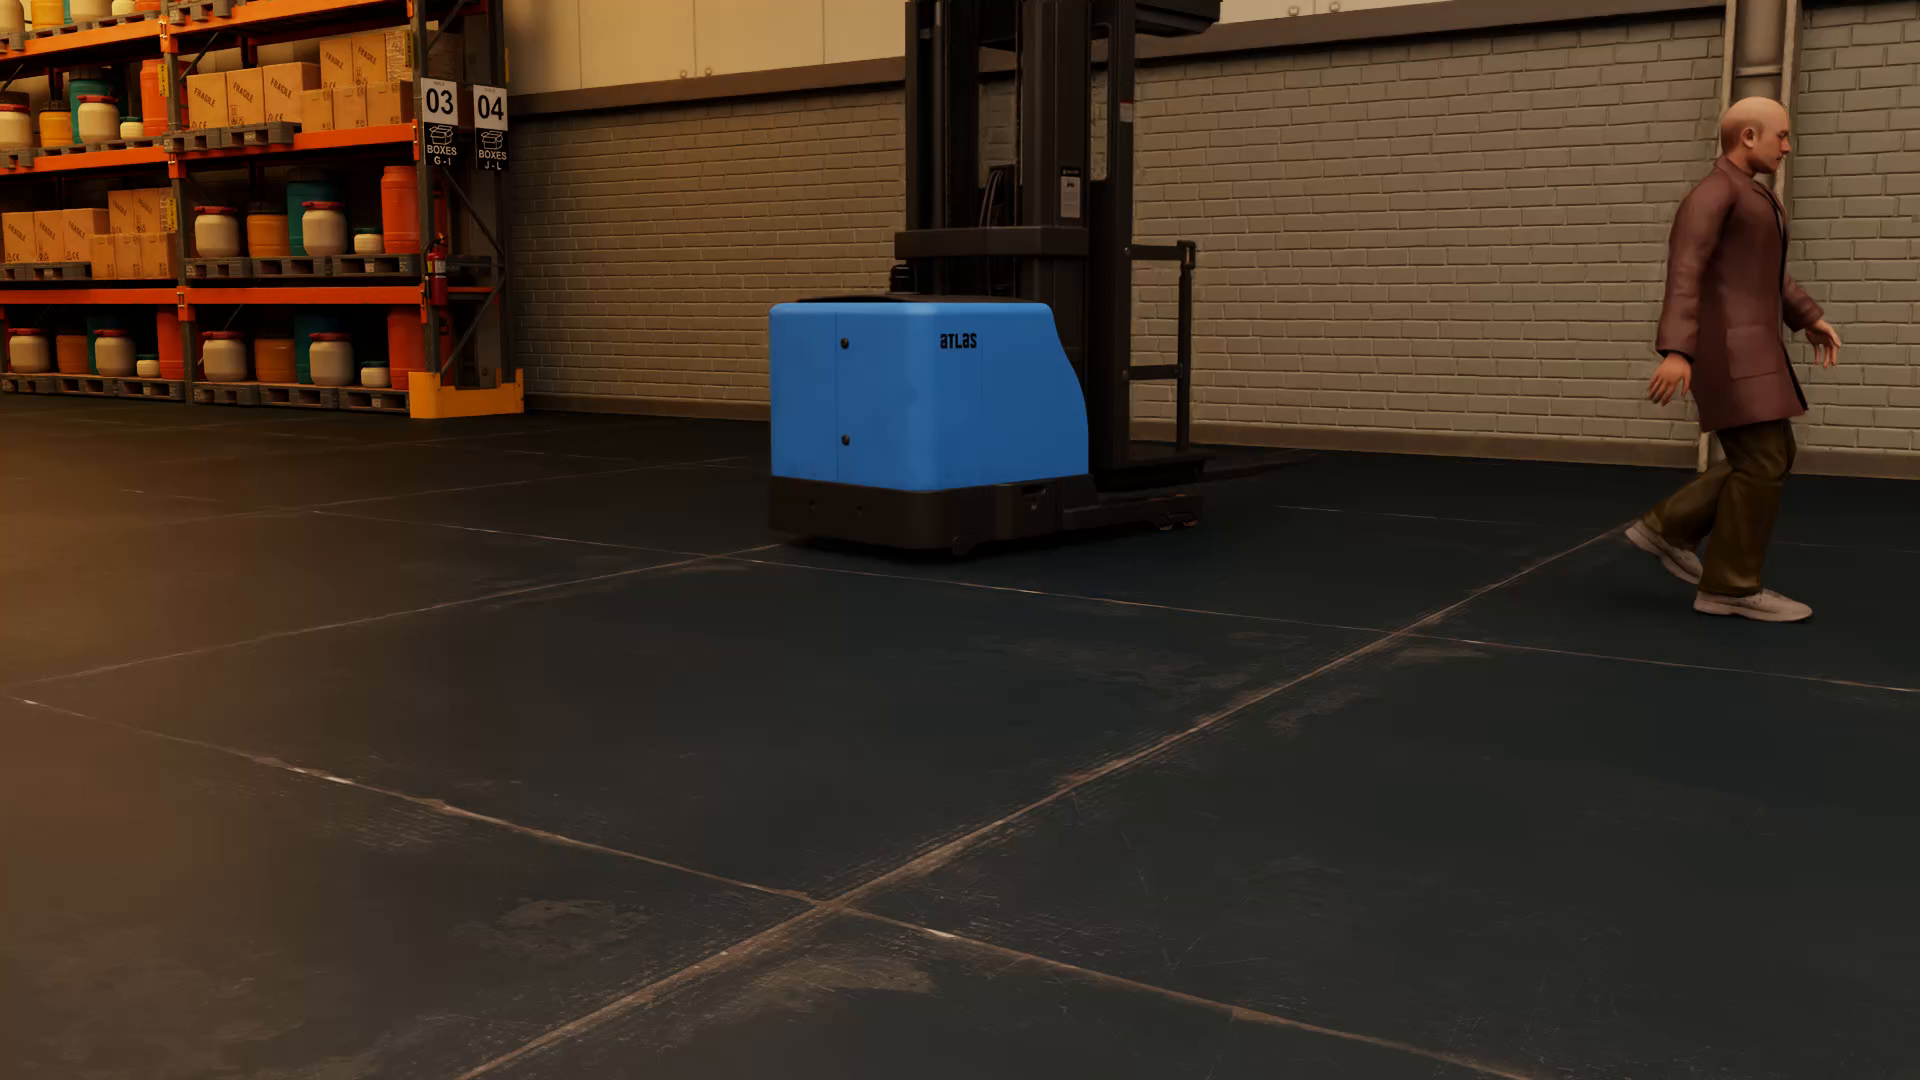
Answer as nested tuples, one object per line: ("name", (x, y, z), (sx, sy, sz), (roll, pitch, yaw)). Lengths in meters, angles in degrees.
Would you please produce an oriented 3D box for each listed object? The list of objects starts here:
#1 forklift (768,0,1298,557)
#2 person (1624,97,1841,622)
("forklift", (0.532, -1.536, 7.995), (1.130, 2.935, 3.031), (8, 11, 44))
("person", (2.655, -0.621, 5.739), (0.651, 1.761, 0.852), (5, 9, 30))
